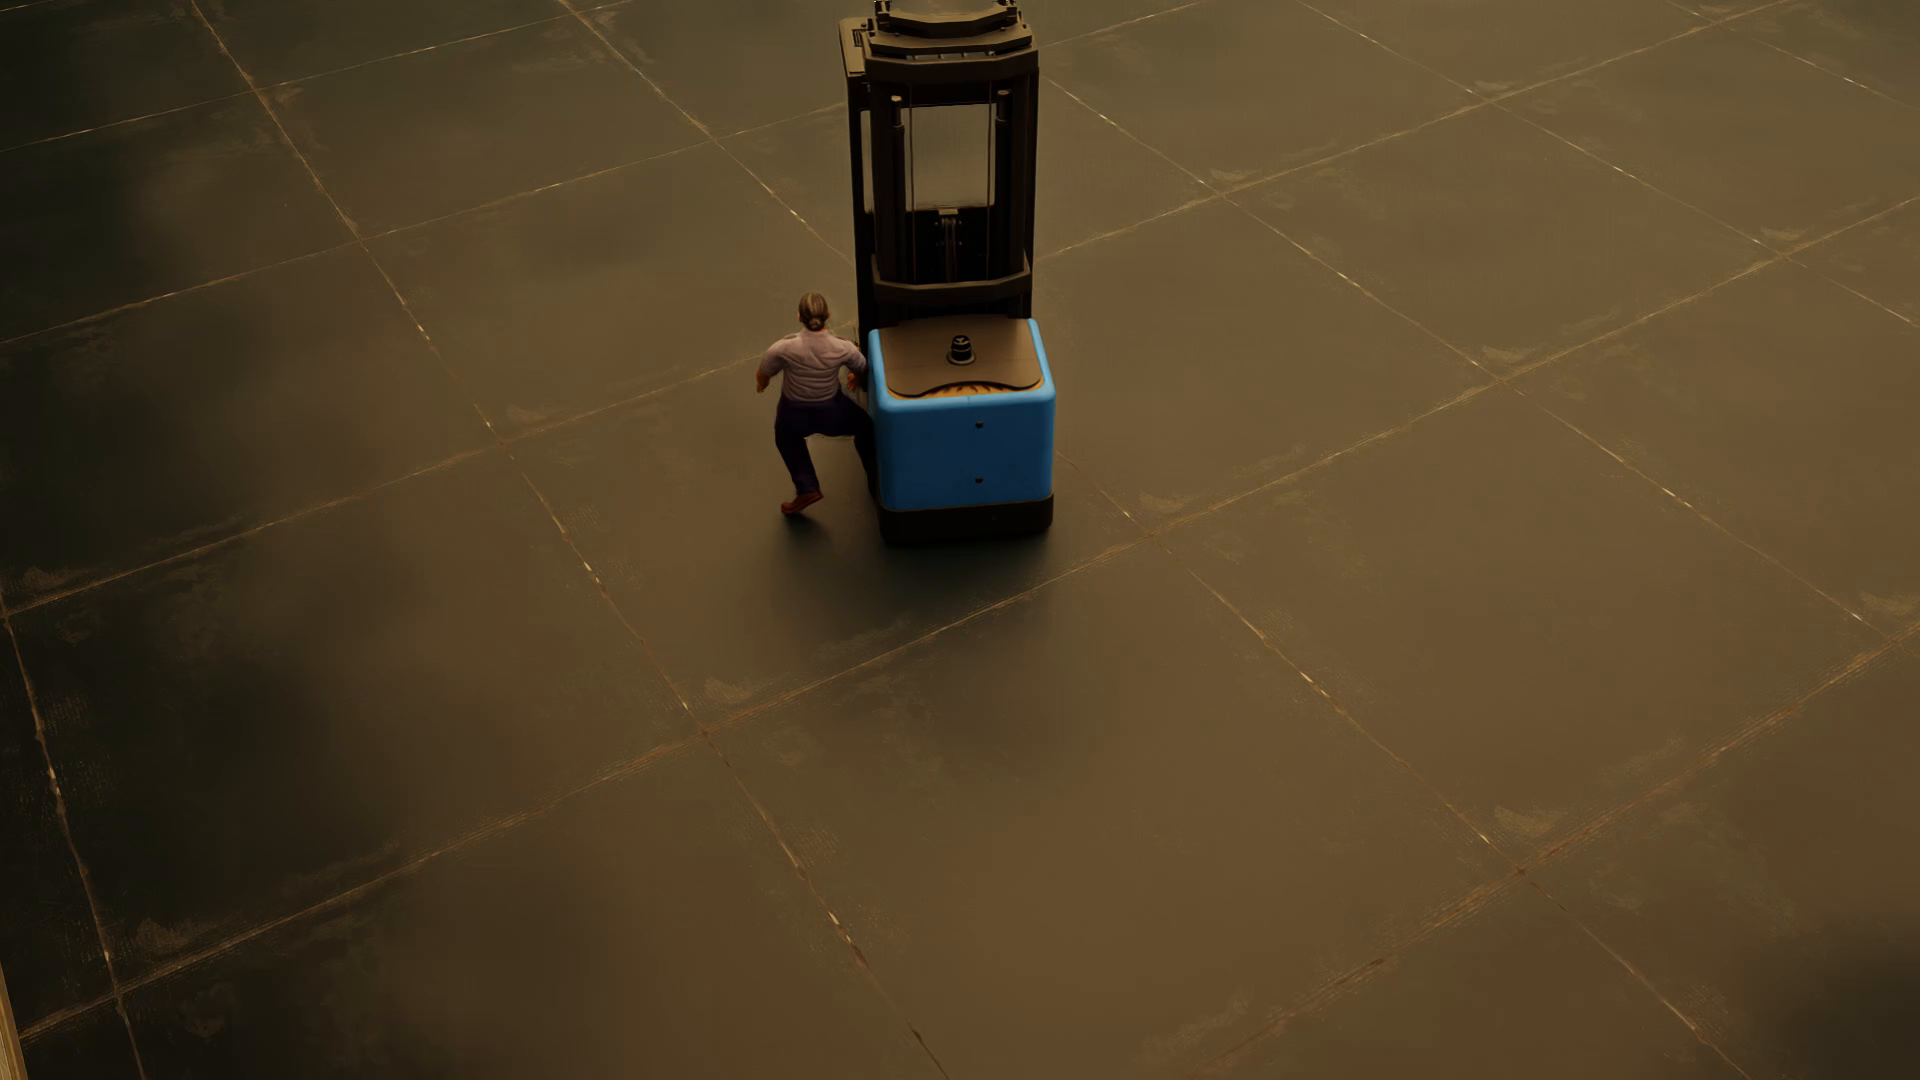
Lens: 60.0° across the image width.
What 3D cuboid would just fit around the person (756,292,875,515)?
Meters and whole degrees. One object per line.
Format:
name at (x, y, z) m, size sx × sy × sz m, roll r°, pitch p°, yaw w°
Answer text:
person at (-0.836, -0.890, 9.957) m, size 0.763 × 1.523 × 0.640 m, roll -2°, pitch 41°, yaw -2°

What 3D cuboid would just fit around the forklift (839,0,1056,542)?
forklift at (-0.127, -2.058, 10.226) m, size 1.130 × 2.935 × 3.031 m, roll -5°, pitch 41°, yaw -5°
